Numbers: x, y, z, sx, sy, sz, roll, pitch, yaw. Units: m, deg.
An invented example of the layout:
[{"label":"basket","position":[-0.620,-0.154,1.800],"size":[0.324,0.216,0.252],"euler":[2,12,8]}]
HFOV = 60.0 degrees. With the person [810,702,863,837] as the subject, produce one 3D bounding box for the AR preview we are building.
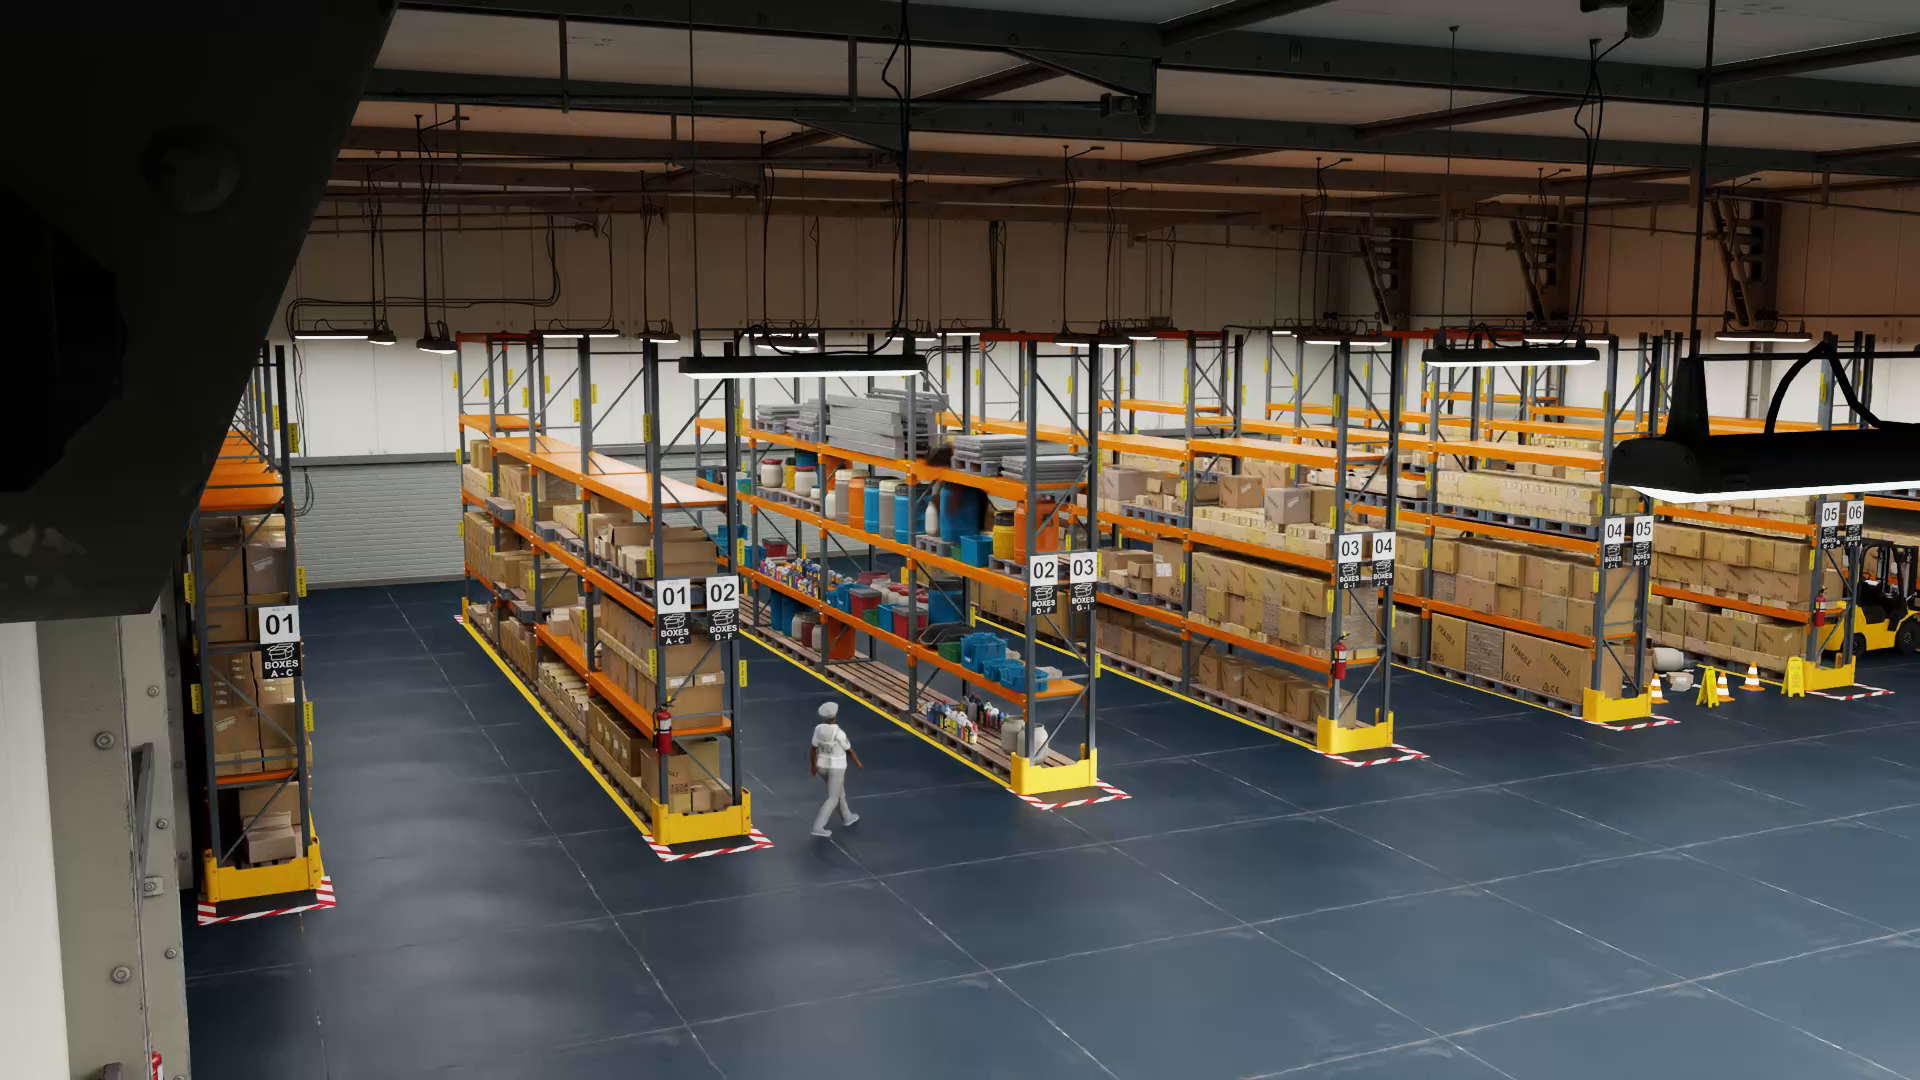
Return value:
[{"label":"person","position":[-1.578,2.766,20.430],"size":[0.573,1.622,0.985],"euler":[6,10,37]}]
